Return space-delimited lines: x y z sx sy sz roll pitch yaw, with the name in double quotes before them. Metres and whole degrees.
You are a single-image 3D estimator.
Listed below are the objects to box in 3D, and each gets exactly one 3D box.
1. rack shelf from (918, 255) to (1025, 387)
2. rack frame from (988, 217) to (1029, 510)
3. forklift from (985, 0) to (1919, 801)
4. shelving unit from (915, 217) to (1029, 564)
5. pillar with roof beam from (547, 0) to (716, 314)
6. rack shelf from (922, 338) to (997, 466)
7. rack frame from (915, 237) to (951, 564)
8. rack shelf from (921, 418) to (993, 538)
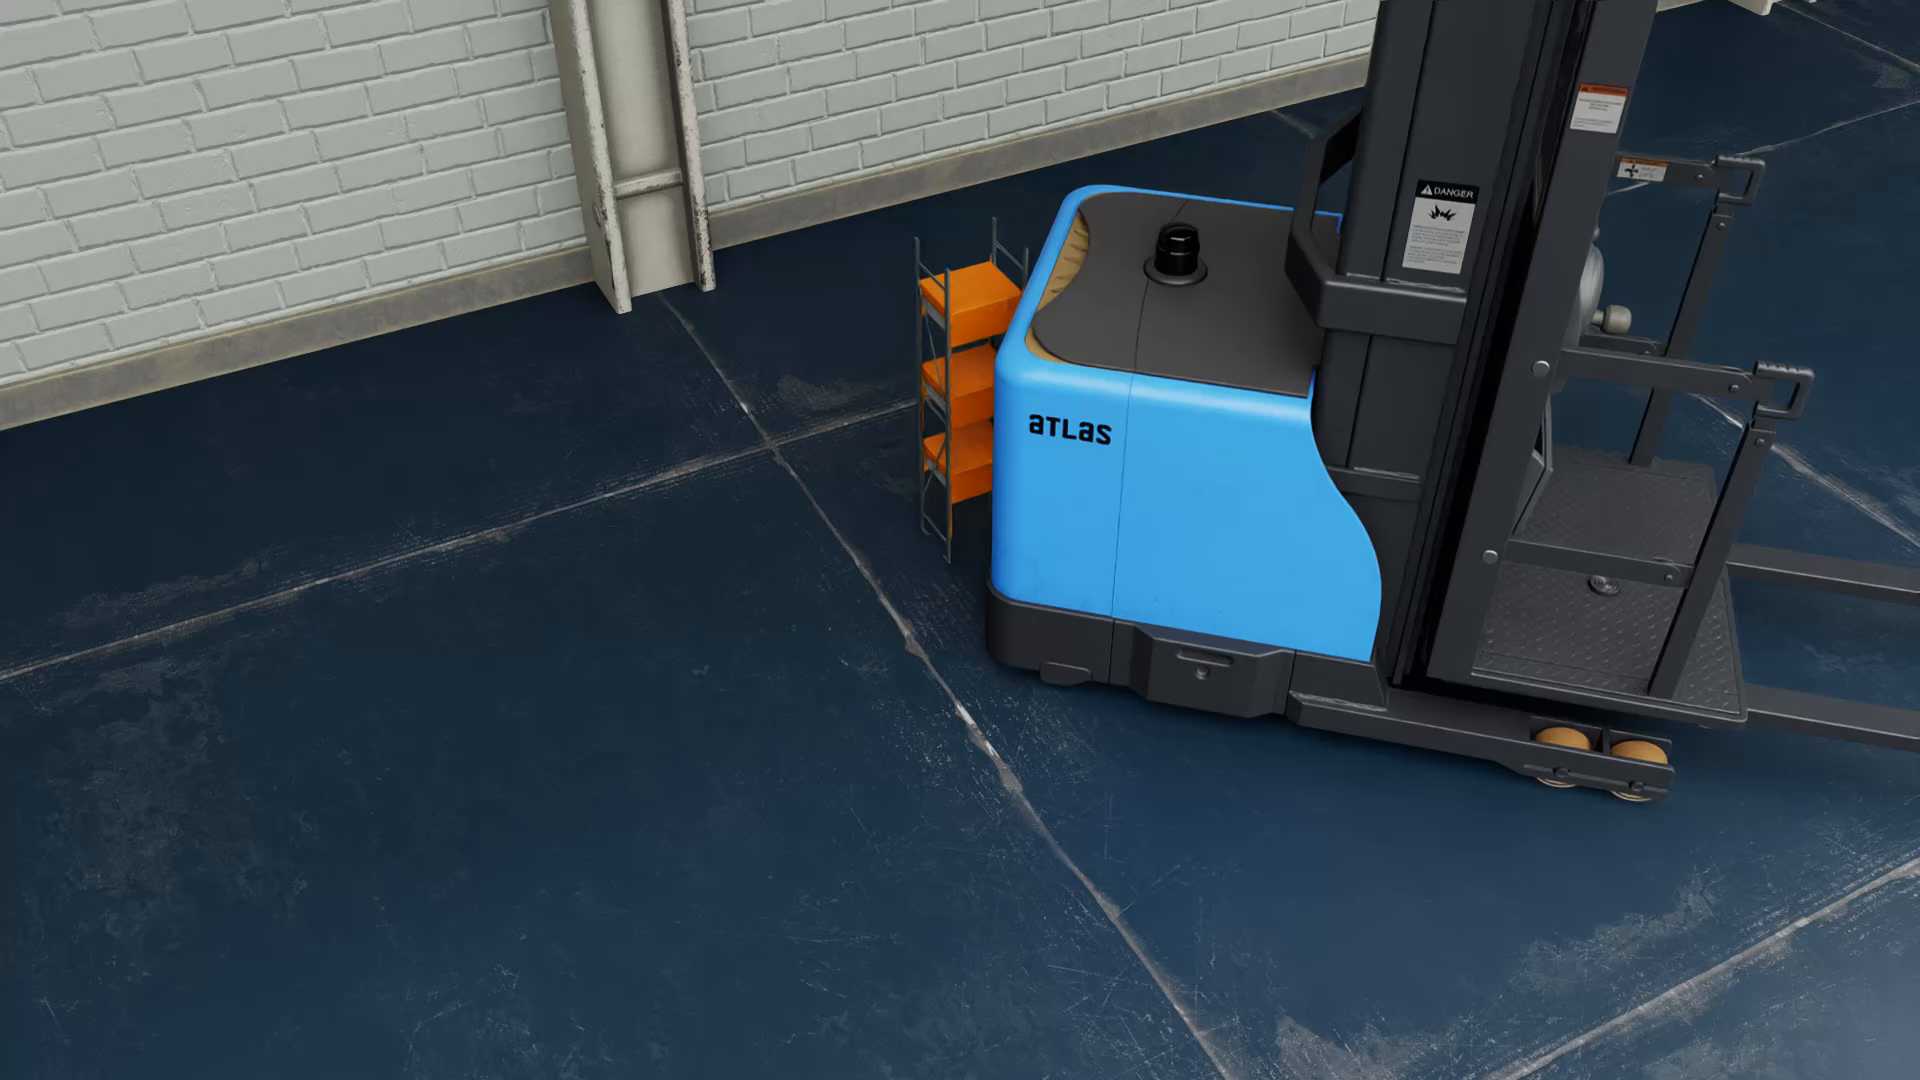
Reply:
"rack shelf" 0.031 -0.628 4.756 0.240 0.259 0.215 -19 44 -21
"rack frame" 0.139 -0.456 4.976 0.008 1.050 0.200 -19 44 -21
"forklift" 1.647 -0.805 3.933 3.031 2.935 1.130 9 41 11
"shelving unit" 0.031 -0.419 4.933 0.252 1.050 0.215 -19 44 -21
"pillar with roof beam" 0.807 -1.965 0.606 0.400 9.000 9.100 -19 44 -21
"rack shelf" 0.031 -0.411 4.940 0.240 0.259 0.215 -19 44 -21
"rack frame" -0.077 -0.383 4.890 0.008 1.050 0.200 -19 44 -21
"rack shelf" 0.031 -0.199 5.119 0.240 0.259 0.215 -19 44 -21
